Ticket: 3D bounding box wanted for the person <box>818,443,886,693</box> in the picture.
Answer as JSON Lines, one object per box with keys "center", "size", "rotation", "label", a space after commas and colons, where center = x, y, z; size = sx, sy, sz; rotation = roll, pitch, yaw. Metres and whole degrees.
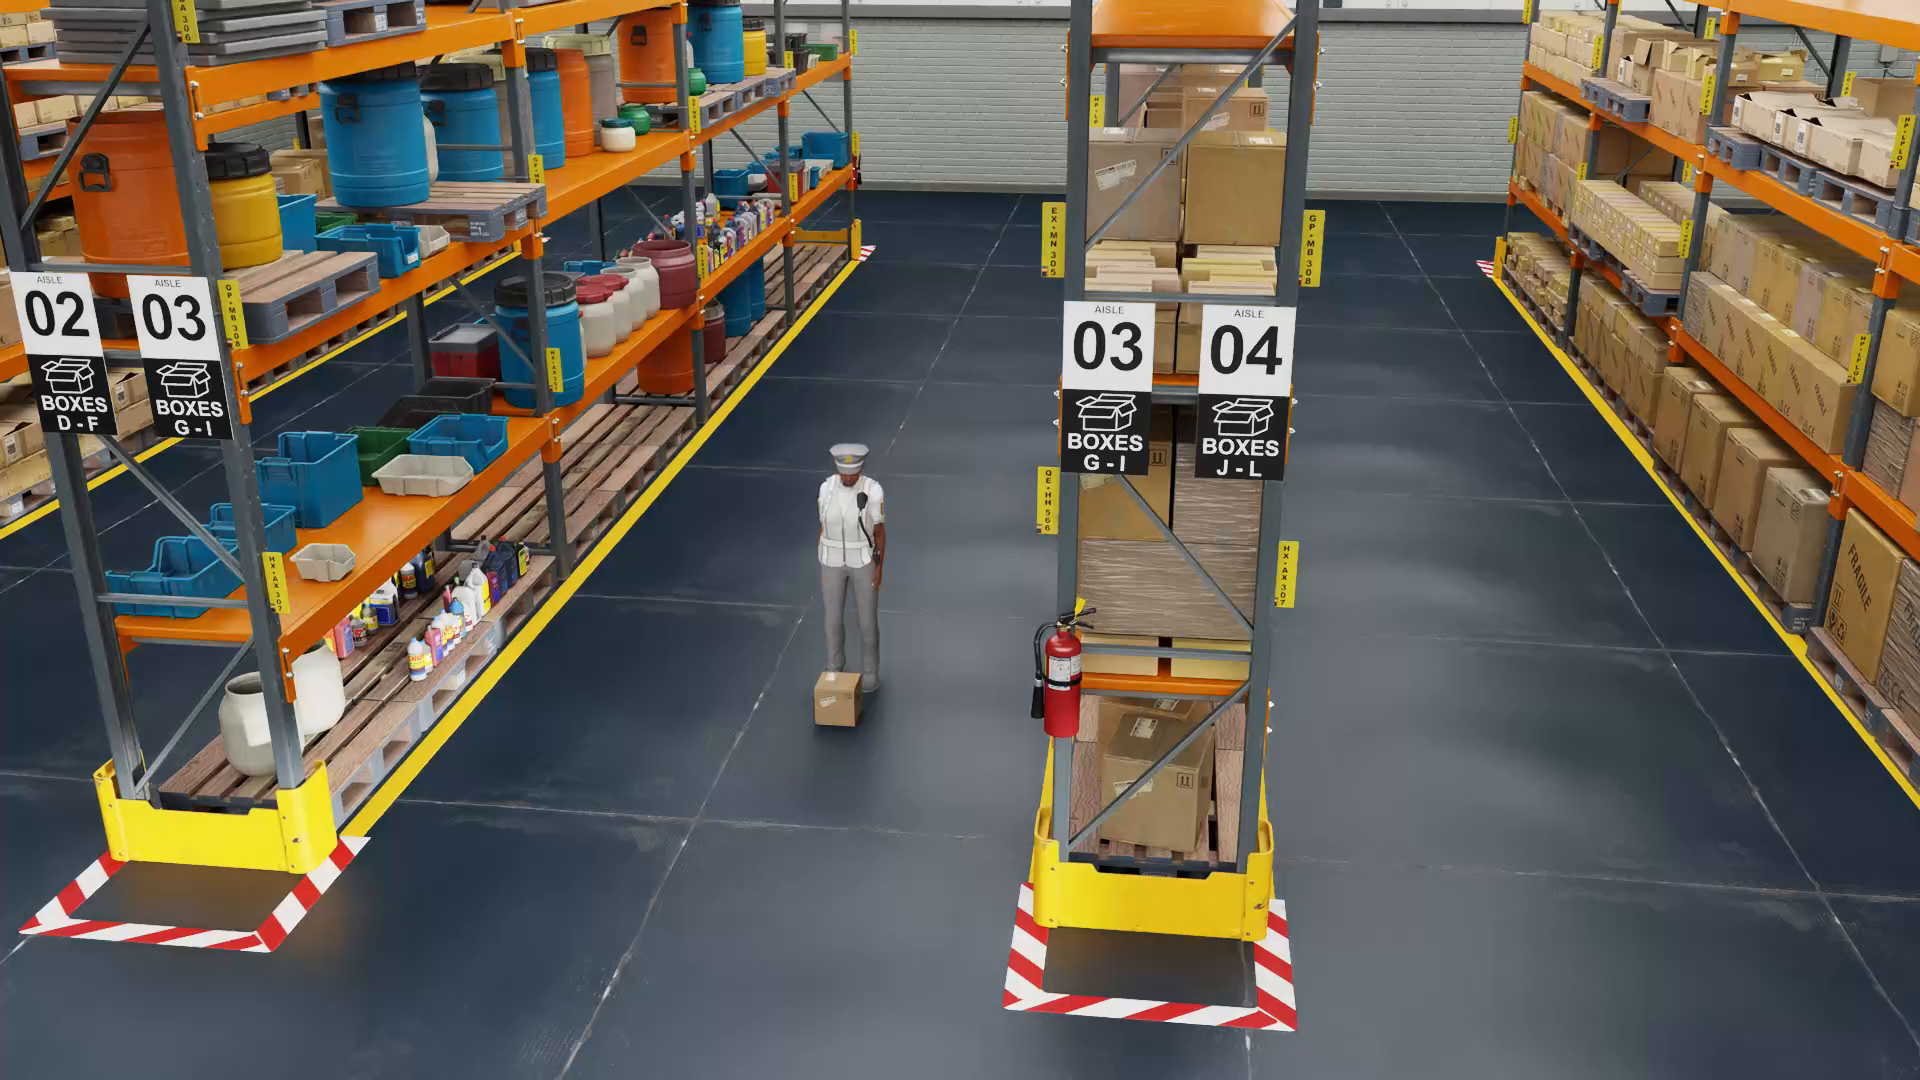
{"center": [-0.690, 0.175, 10.661], "size": [0.440, 1.659, 0.337], "rotation": [3, 21, 7], "label": "person"}
